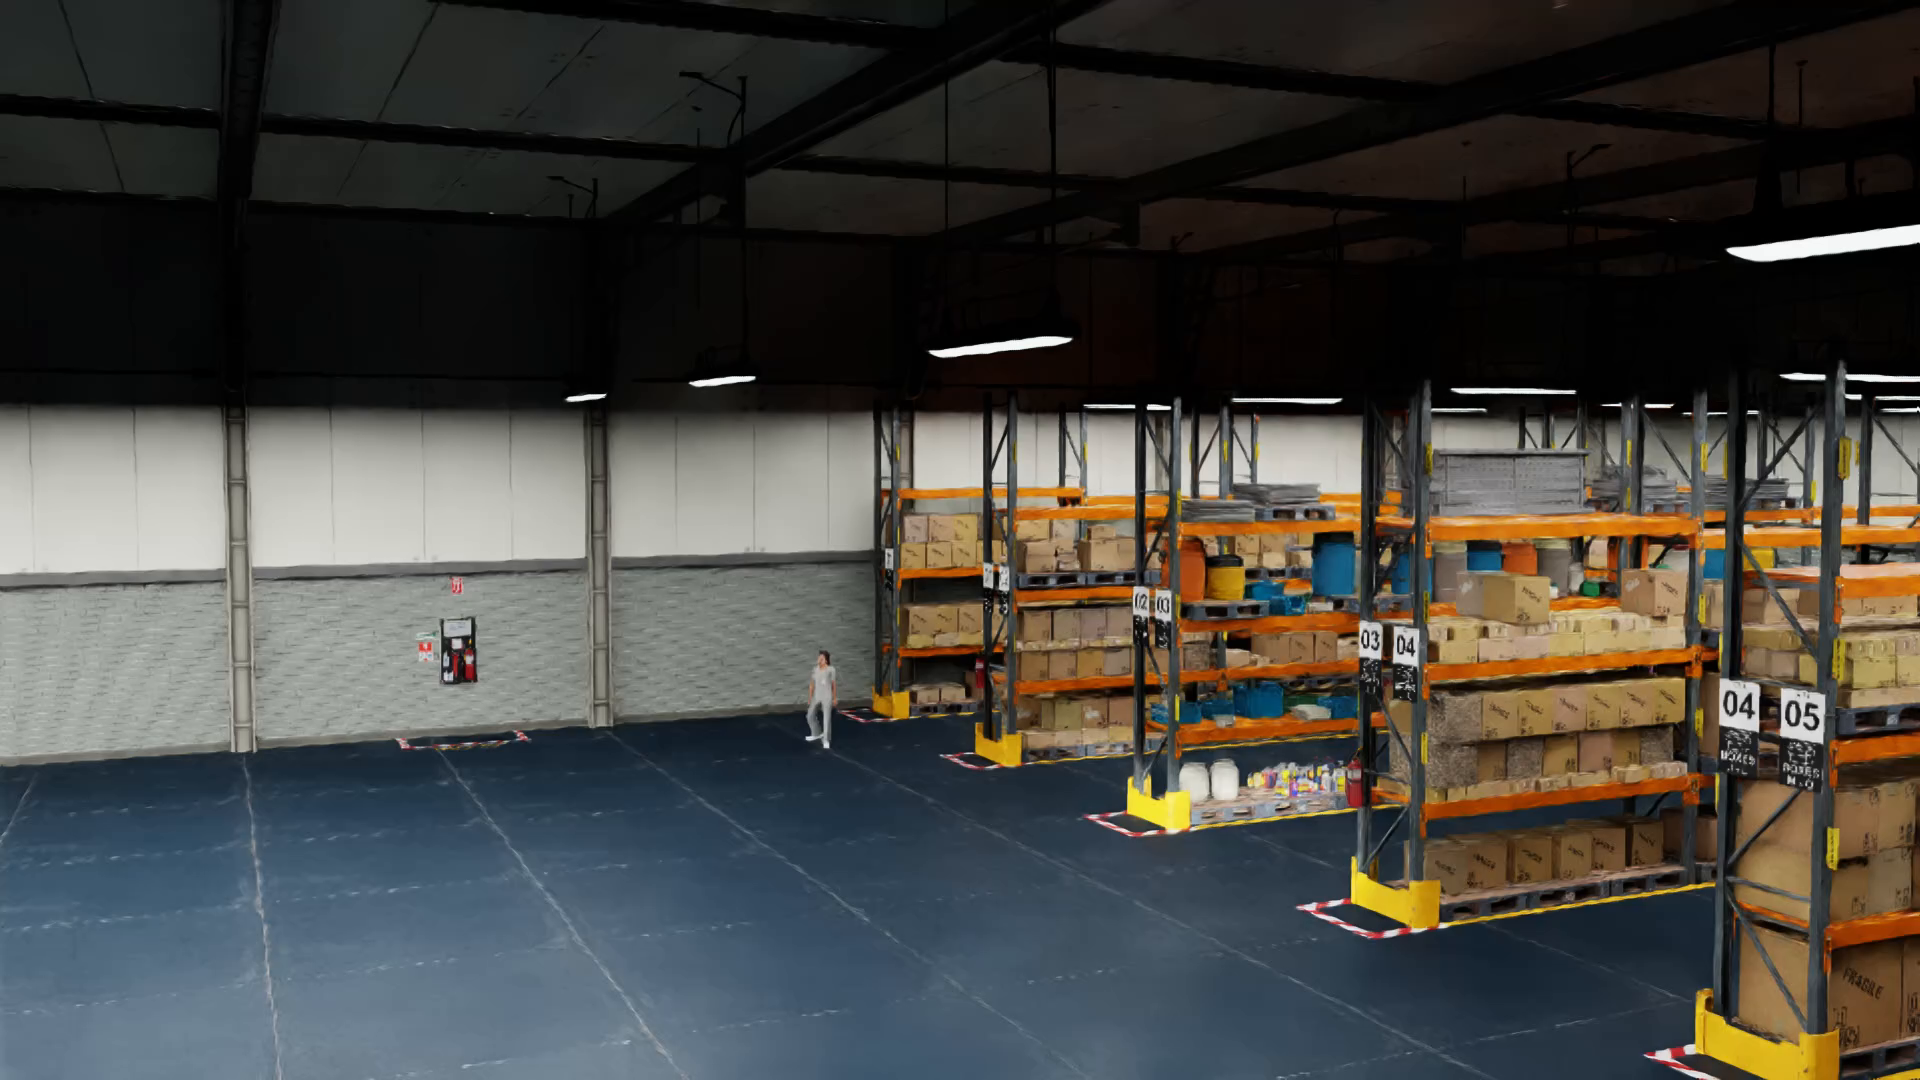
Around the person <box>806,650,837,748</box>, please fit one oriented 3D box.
[{"bbox_3d":[-2.393,2.685,28.331,0.648,1.664,0.498,1,4,24],"label":"person"}]
